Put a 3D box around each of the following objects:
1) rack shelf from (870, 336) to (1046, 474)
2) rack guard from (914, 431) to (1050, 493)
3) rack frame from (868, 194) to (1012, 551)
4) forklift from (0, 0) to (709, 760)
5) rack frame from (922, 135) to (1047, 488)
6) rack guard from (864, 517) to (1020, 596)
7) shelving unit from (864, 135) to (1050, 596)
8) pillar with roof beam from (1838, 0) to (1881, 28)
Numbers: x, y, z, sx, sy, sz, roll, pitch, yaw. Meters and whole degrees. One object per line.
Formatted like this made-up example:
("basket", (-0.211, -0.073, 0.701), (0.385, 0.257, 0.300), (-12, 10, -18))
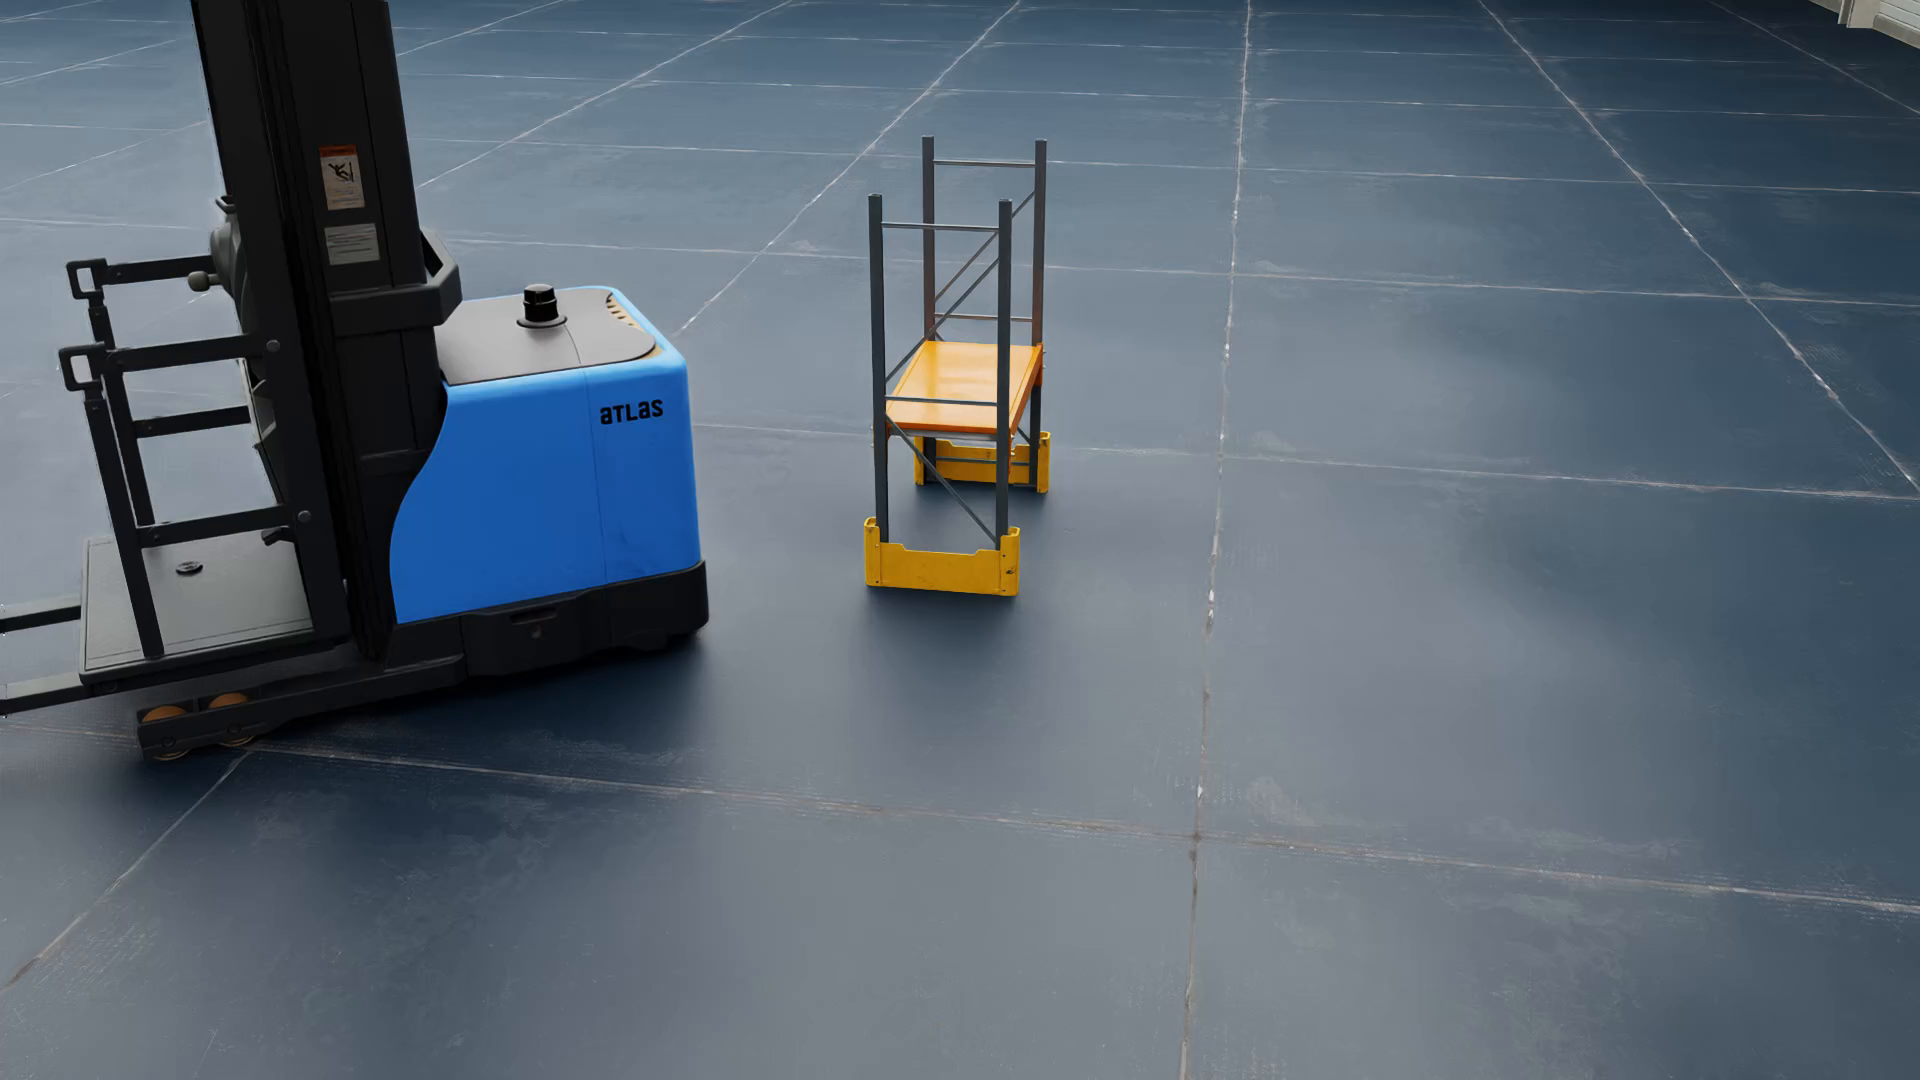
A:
("rack shelf", (0.014, -0.552, 6.585), (0.538, 0.185, 1.000), (4, 25, 9))
("rack guard", (0.094, -0.353, 7.210), (0.587, 0.250, 0.087), (4, 25, 9))
("rack frame", (-0.069, -0.502, 6.054), (0.500, 1.500, 0.032), (4, 25, 9))
("forklift", (-2.461, -0.886, 5.186), (3.031, 2.935, 1.130), (-11, 27, -22))
("rack frame", (0.097, -0.928, 6.962), (0.500, 1.500, 0.032), (4, 25, 9))
("rack guard", (-0.069, 0.063, 6.320), (0.587, 0.250, 0.087), (4, 25, 9))
("shelving unit", (0.012, -0.711, 6.500), (0.587, 1.500, 1.083), (4, 25, 9))
("pillar with roof beam", (6.478, -10.528, 18.628), (9.100, 9.000, 0.400), (4, 25, 9))
